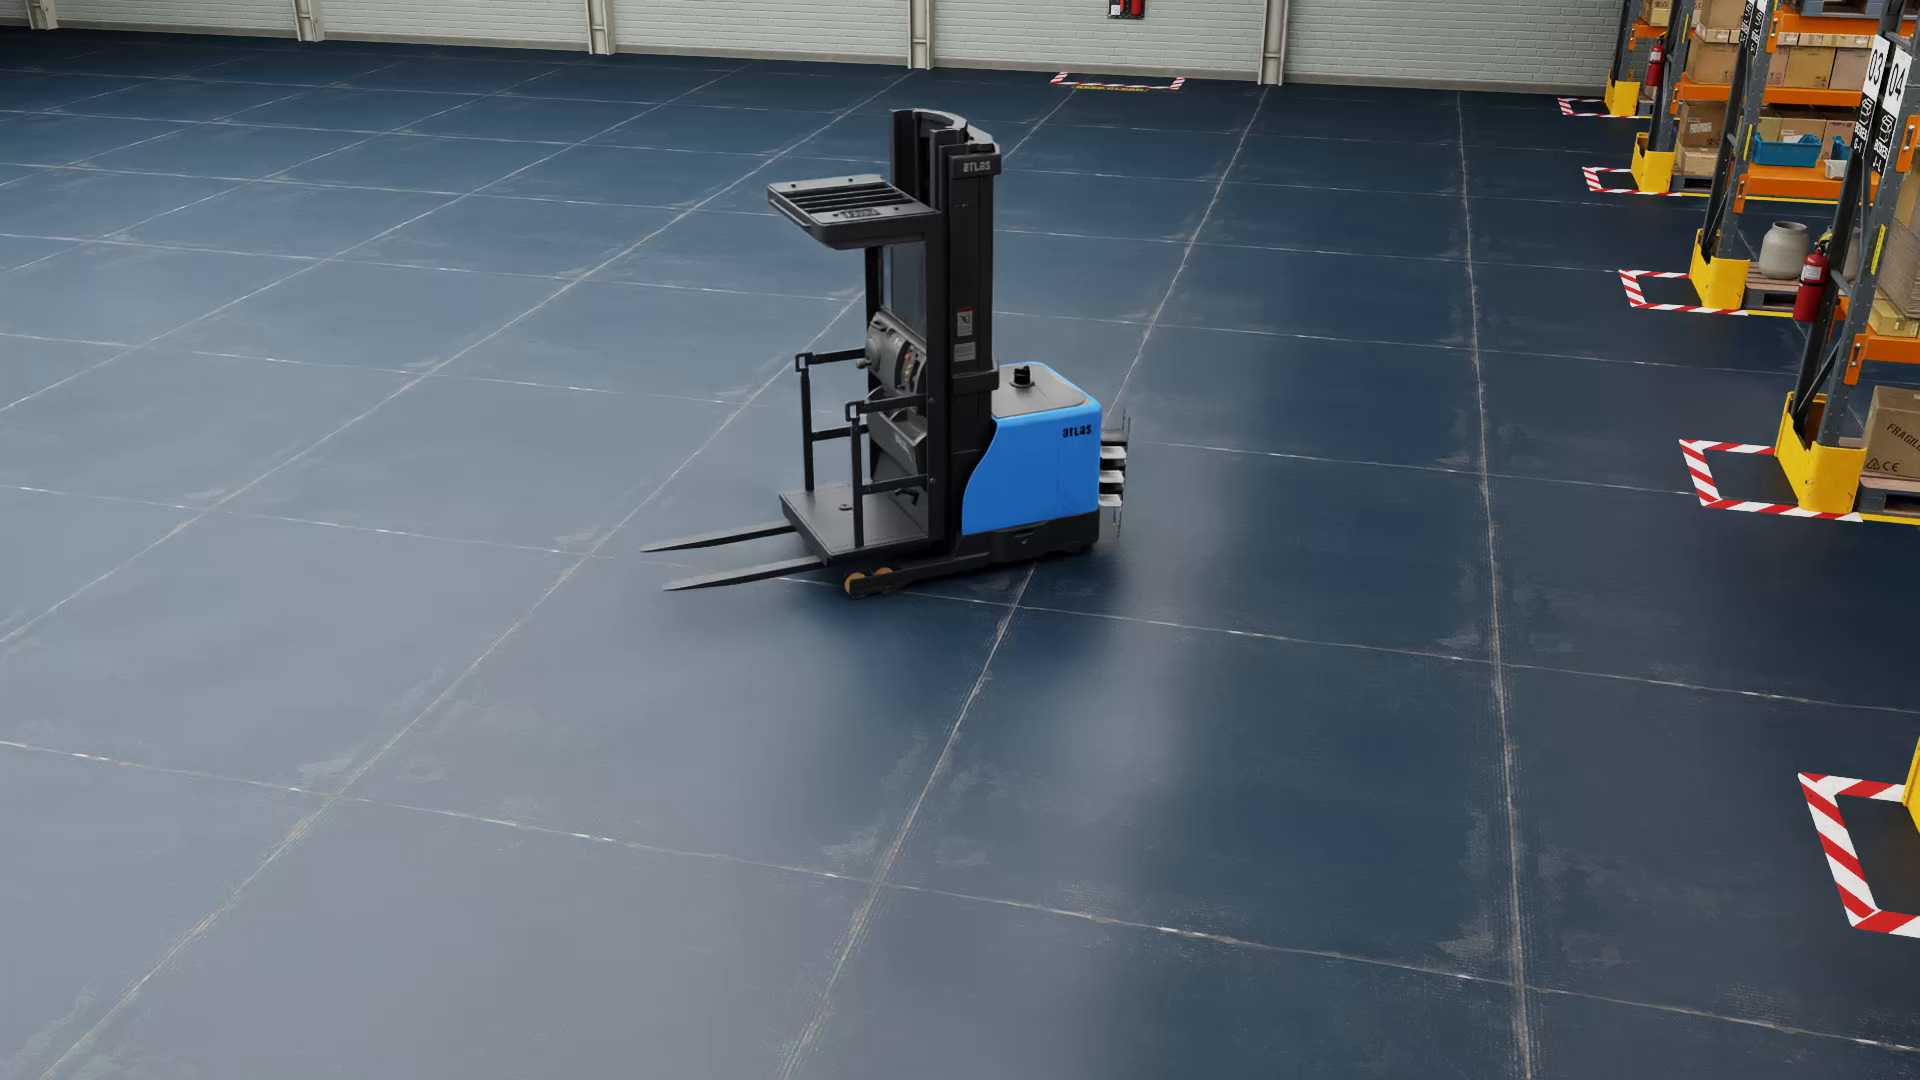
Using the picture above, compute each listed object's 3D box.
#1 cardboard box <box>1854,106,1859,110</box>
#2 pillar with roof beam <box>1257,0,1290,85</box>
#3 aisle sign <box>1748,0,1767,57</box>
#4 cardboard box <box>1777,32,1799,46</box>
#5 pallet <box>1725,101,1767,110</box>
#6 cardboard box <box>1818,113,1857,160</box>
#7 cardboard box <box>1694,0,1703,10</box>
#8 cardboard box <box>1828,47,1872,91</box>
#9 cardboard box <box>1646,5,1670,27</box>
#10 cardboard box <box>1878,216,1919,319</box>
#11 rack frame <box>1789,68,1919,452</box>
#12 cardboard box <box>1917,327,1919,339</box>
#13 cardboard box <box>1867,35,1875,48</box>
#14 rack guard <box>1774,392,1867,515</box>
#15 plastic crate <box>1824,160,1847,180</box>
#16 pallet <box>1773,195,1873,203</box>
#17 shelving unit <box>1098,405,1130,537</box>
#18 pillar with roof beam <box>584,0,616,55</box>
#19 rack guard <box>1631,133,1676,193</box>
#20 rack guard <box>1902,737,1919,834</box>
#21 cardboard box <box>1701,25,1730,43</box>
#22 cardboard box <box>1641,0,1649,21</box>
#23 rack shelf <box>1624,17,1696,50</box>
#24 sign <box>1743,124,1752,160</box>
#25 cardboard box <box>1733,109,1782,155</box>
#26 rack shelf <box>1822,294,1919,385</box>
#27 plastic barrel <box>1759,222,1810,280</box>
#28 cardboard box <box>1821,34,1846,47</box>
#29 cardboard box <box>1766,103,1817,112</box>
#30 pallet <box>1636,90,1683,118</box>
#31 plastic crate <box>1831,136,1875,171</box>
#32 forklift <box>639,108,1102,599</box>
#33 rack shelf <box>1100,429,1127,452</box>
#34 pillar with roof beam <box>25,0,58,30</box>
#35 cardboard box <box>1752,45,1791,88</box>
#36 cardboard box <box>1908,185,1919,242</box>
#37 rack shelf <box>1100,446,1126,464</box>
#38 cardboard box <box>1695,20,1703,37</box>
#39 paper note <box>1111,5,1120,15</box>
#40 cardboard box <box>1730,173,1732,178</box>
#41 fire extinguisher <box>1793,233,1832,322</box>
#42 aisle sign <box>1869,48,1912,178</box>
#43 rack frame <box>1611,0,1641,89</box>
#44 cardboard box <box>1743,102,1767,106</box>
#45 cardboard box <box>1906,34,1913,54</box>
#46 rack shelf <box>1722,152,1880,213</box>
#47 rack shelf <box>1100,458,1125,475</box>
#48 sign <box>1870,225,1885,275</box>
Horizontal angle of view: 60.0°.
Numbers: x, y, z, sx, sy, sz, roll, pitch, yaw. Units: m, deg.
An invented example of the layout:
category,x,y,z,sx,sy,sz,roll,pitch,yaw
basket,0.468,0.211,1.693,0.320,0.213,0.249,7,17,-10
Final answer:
category,x,y,z,sx,sy,sz,roll,pitch,yaw
cardboard box,11.358,-5.071,20.632,0.500,0.500,0.500,6,26,13
pillar with roof beam,4.065,-9.832,21.816,0.400,9.000,9.100,6,26,13
aisle sign,7.444,-4.924,15.460,0.004,0.787,0.394,6,26,13
cardboard box,9.892,-6.050,19.978,0.250,0.149,0.380,6,26,12
pallet,12.084,-6.488,25.014,1.213,0.211,1.003,6,26,13
cardboard box,10.740,-4.901,20.274,0.500,0.500,0.500,6,26,13
cardboard box,10.918,-8.035,24.298,0.500,0.500,0.500,6,26,13
cardboard box,10.773,-5.751,20.106,0.500,0.500,0.700,7,26,15
cardboard box,10.448,-7.745,24.562,0.500,0.250,0.500,6,26,11
cardboard box,6.879,-1.911,11.694,0.500,0.500,0.875,6,26,13
rack frame,6.353,-1.802,11.927,0.127,3.000,1.000,6,26,13
cardboard box,6.807,-1.524,11.636,0.250,0.149,0.380,6,26,13
cardboard box,10.894,-5.939,19.746,0.250,0.149,0.380,7,26,15
rack guard,6.427,-0.665,12.448,0.348,0.500,1.175,6,26,13
plastic crate,8.373,-3.515,15.832,0.250,0.136,0.298,6,26,13
pallet,10.753,-4.471,20.777,1.213,0.211,1.003,6,26,13
shelving unit,1.026,-0.480,11.582,0.210,0.900,0.258,1,25,-4
pillar with roof beam,-7.557,-11.117,24.514,0.400,9.000,9.100,6,26,13
rack guard,8.801,-4.800,21.132,0.348,0.500,1.175,6,26,13
rack guard,4.997,1.378,8.155,0.348,0.500,1.175,6,26,13
cardboard box,9.151,-6.132,20.151,0.250,0.149,0.380,6,26,13
cardboard box,10.555,-7.960,25.014,0.500,0.250,0.500,7,26,14
rack shelf,11.991,-7.450,24.626,4.000,0.370,1.077,6,26,13
sign,7.446,-3.760,15.719,0.005,0.325,0.100,6,26,13
cardboard box,9.773,-5.010,20.503,0.500,0.500,0.500,6,26,13
rack shelf,8.290,-1.263,11.632,4.000,0.370,1.077,6,26,13
plastic barrel,8.243,-2.892,16.622,0.421,0.512,0.421,0,25,0
cardboard box,10.398,-5.995,19.864,0.250,0.149,0.380,6,26,12
cardboard box,10.390,-5.178,20.856,0.500,0.500,0.500,6,26,13
pallet,10.906,-6.620,25.290,1.213,0.211,1.003,6,26,13
plastic crate,8.774,-3.796,16.288,0.408,0.251,0.499,6,26,13
forklift,-0.605,-1.197,10.736,3.031,2.935,1.130,-11,27,-21
rack shelf,1.036,-0.694,11.481,0.200,0.077,0.258,1,25,-4
pillar with roof beam,-19.179,-12.402,27.213,0.400,9.000,9.100,6,26,13
cardboard box,9.783,-5.861,20.337,0.500,0.500,0.700,7,26,14
cardboard box,6.818,-2.261,11.265,0.500,0.500,0.500,6,26,13
rack shelf,1.032,-0.612,11.520,0.200,0.077,0.258,1,25,-4
cardboard box,9.242,-6.302,20.509,0.250,0.149,0.380,6,26,12
paper note,2.599,-8.846,27.748,0.142,0.148,0.016,6,26,13
cardboard box,9.773,-4.672,20.665,0.500,0.250,0.500,6,26,13
fire extinguisher,6.357,-1.971,12.373,0.183,0.674,0.296,6,26,13
aisle sign,6.219,-2.858,11.120,0.004,0.787,0.394,6,26,13
rack frame,10.054,-7.988,24.922,0.127,3.000,1.000,6,26,13
cardboard box,11.952,-6.787,24.793,0.500,0.500,0.700,5,26,10
cardboard box,6.700,-3.369,11.439,0.250,0.149,0.380,6,26,13
rack shelf,9.524,-3.325,15.963,4.000,0.370,1.077,6,26,13
rack shelf,1.029,-0.531,11.558,0.200,0.077,0.258,1,25,-4
sign,6.218,-1.967,11.267,0.005,0.325,0.100,6,26,13
